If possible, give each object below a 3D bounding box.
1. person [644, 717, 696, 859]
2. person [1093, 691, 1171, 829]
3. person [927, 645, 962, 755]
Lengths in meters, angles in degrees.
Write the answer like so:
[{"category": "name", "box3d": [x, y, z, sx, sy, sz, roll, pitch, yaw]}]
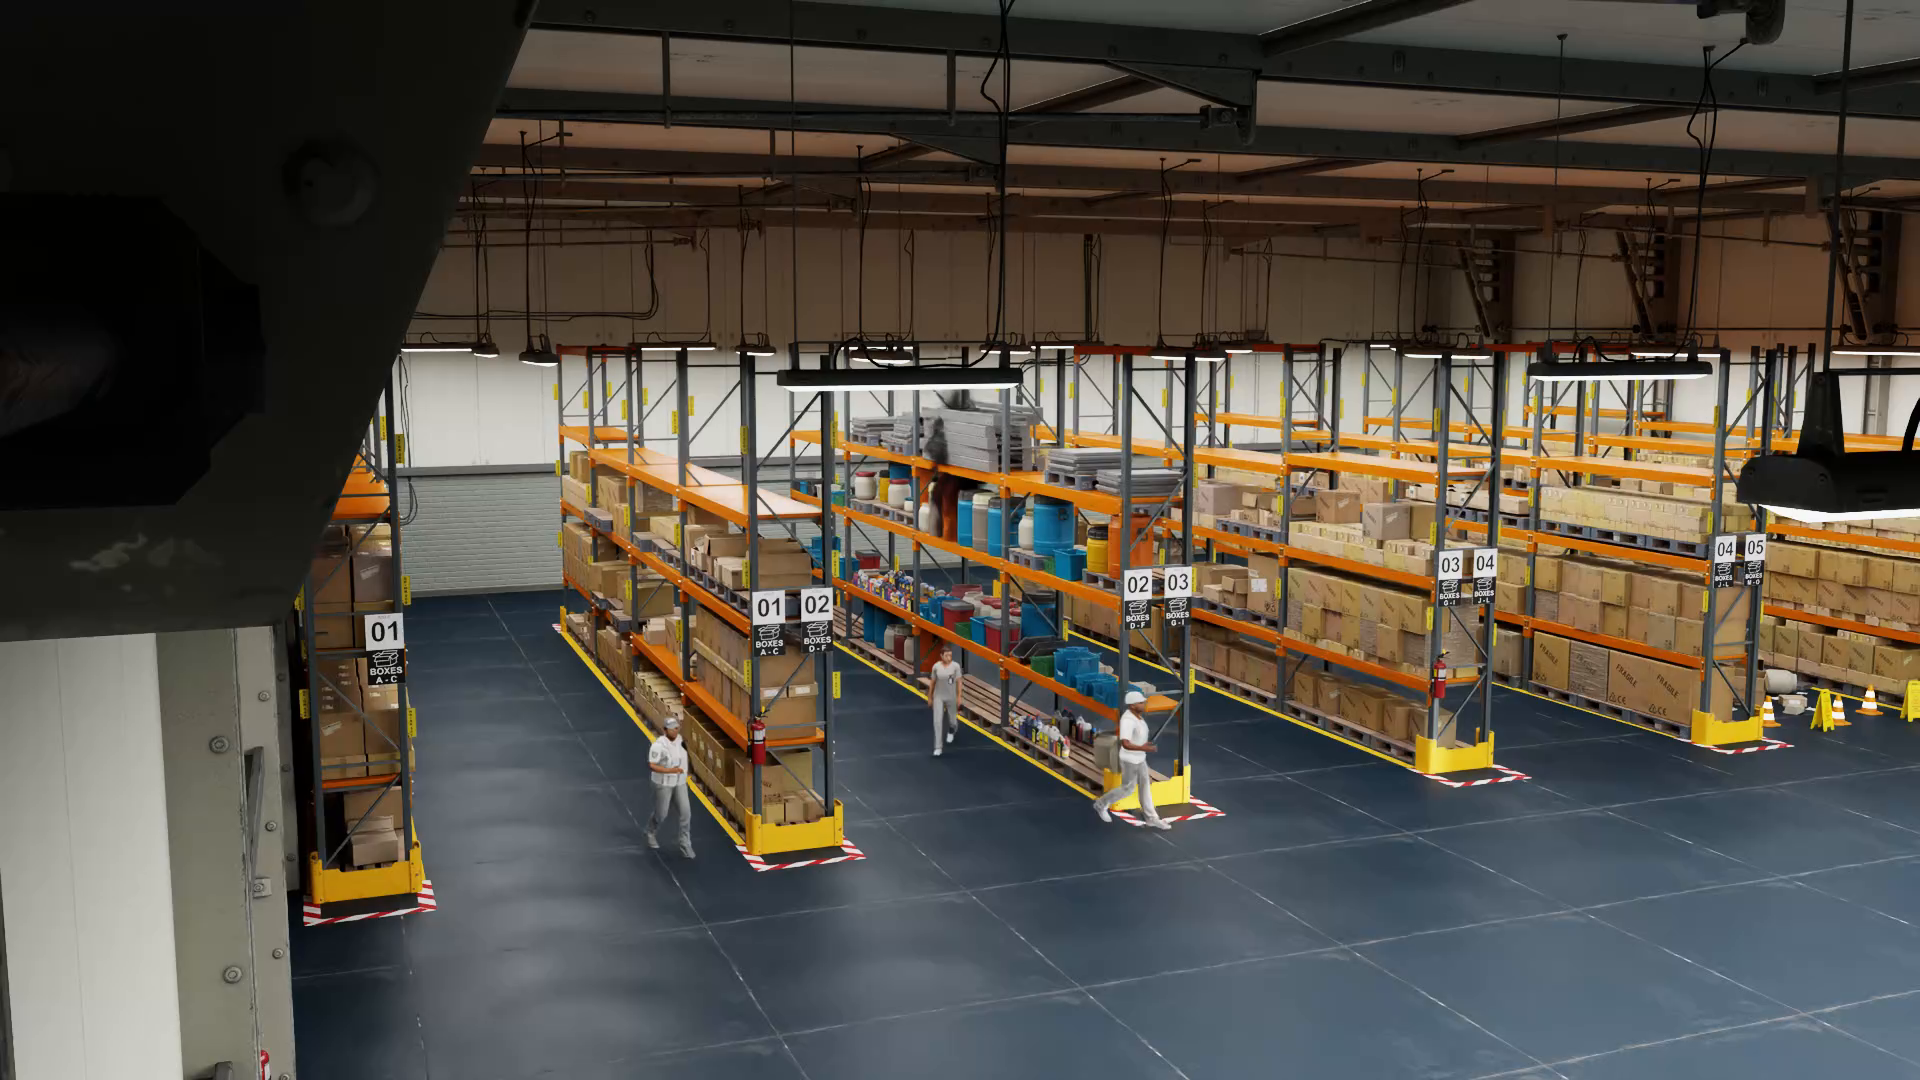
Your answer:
[{"category": "person", "box3d": [-3.520, 2.972, 20.085, 0.784, 1.723, 0.617, 7, 10, 44]}, {"category": "person", "box3d": [2.182, 2.772, 21.011, 0.991, 1.758, 0.715, 3, 8, 20]}, {"category": "person", "box3d": [-0.232, 2.366, 24.868, 0.528, 1.610, 0.790, 0, 7, 1]}]
